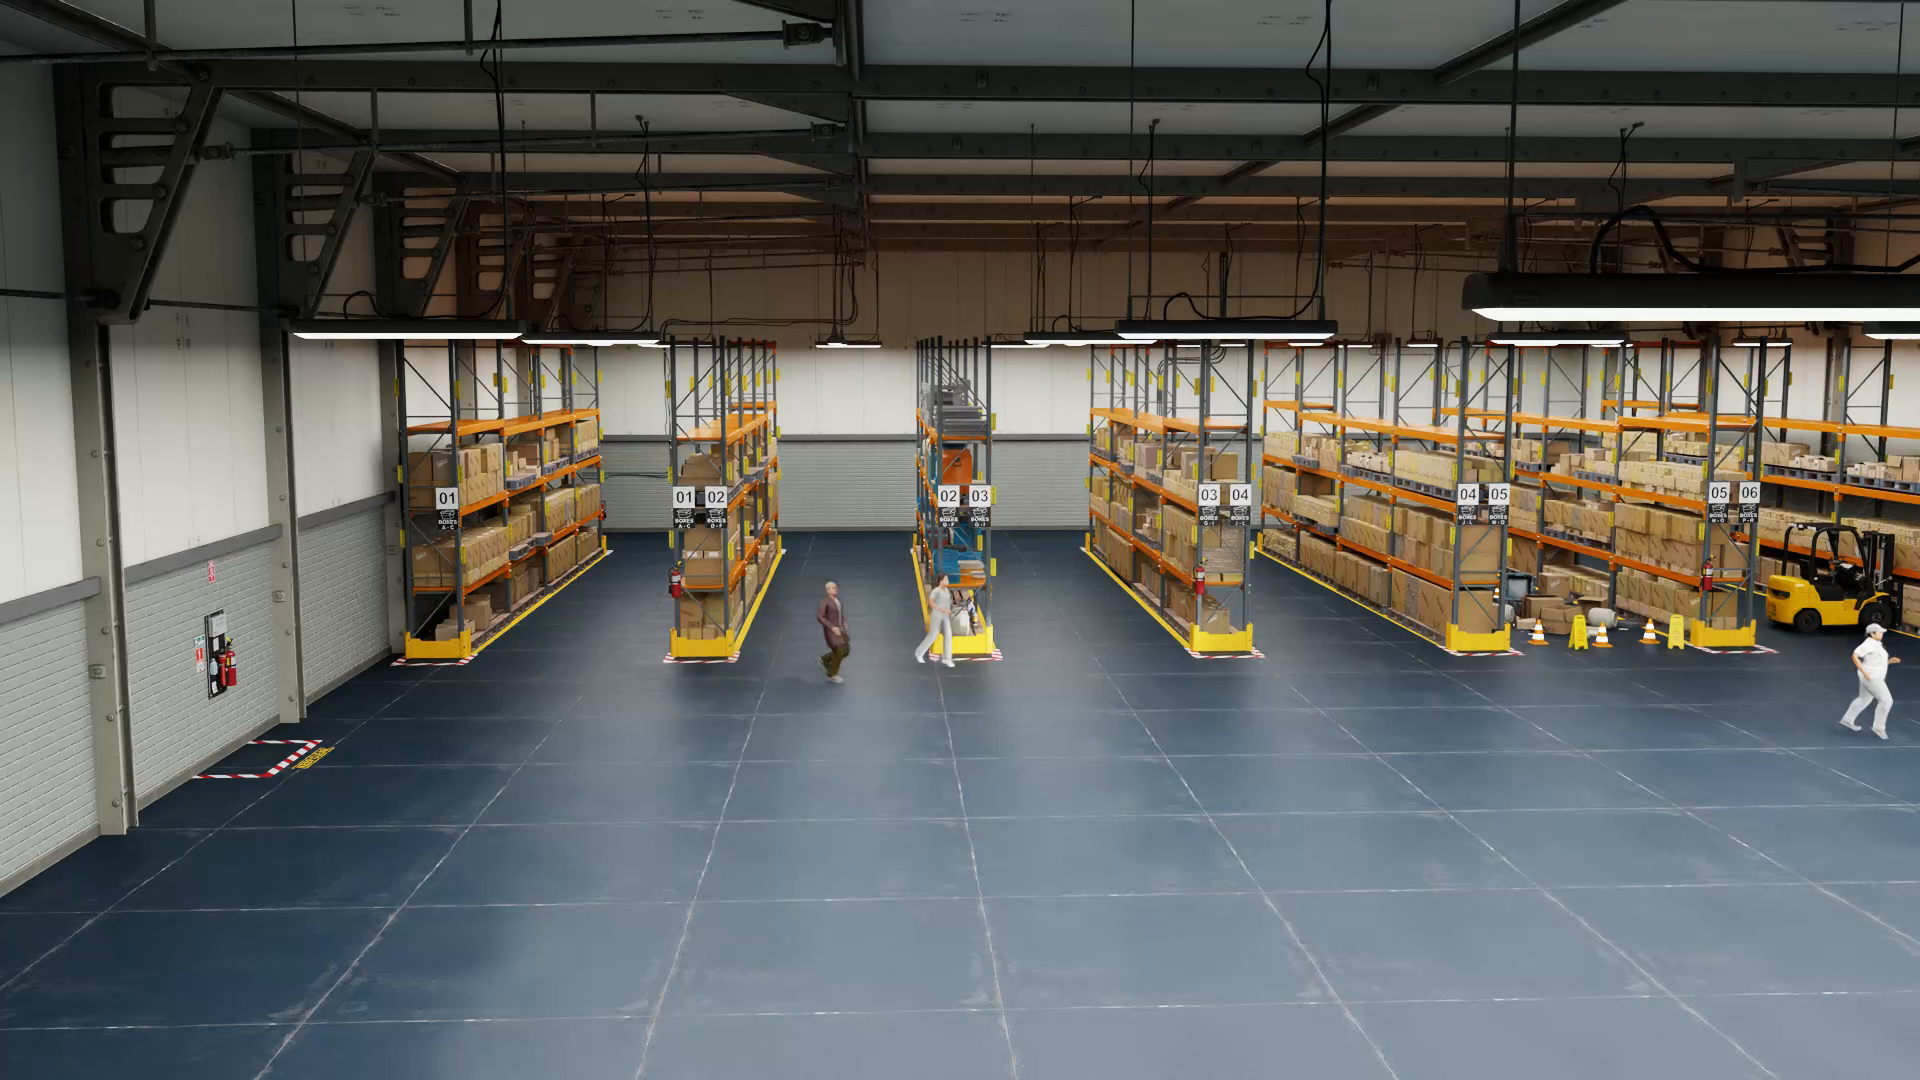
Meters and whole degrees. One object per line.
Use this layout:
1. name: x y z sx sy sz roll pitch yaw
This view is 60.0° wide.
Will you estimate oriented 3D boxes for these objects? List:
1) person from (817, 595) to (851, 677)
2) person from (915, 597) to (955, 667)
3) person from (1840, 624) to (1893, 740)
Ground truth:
1. person: -2.199 1.659 28.868 0.542 1.468 0.706 3 7 27
2. person: -0.404 1.656 30.353 0.879 1.236 0.441 5 8 38
3. person: 13.535 2.098 24.775 0.664 1.732 0.551 4 7 29
